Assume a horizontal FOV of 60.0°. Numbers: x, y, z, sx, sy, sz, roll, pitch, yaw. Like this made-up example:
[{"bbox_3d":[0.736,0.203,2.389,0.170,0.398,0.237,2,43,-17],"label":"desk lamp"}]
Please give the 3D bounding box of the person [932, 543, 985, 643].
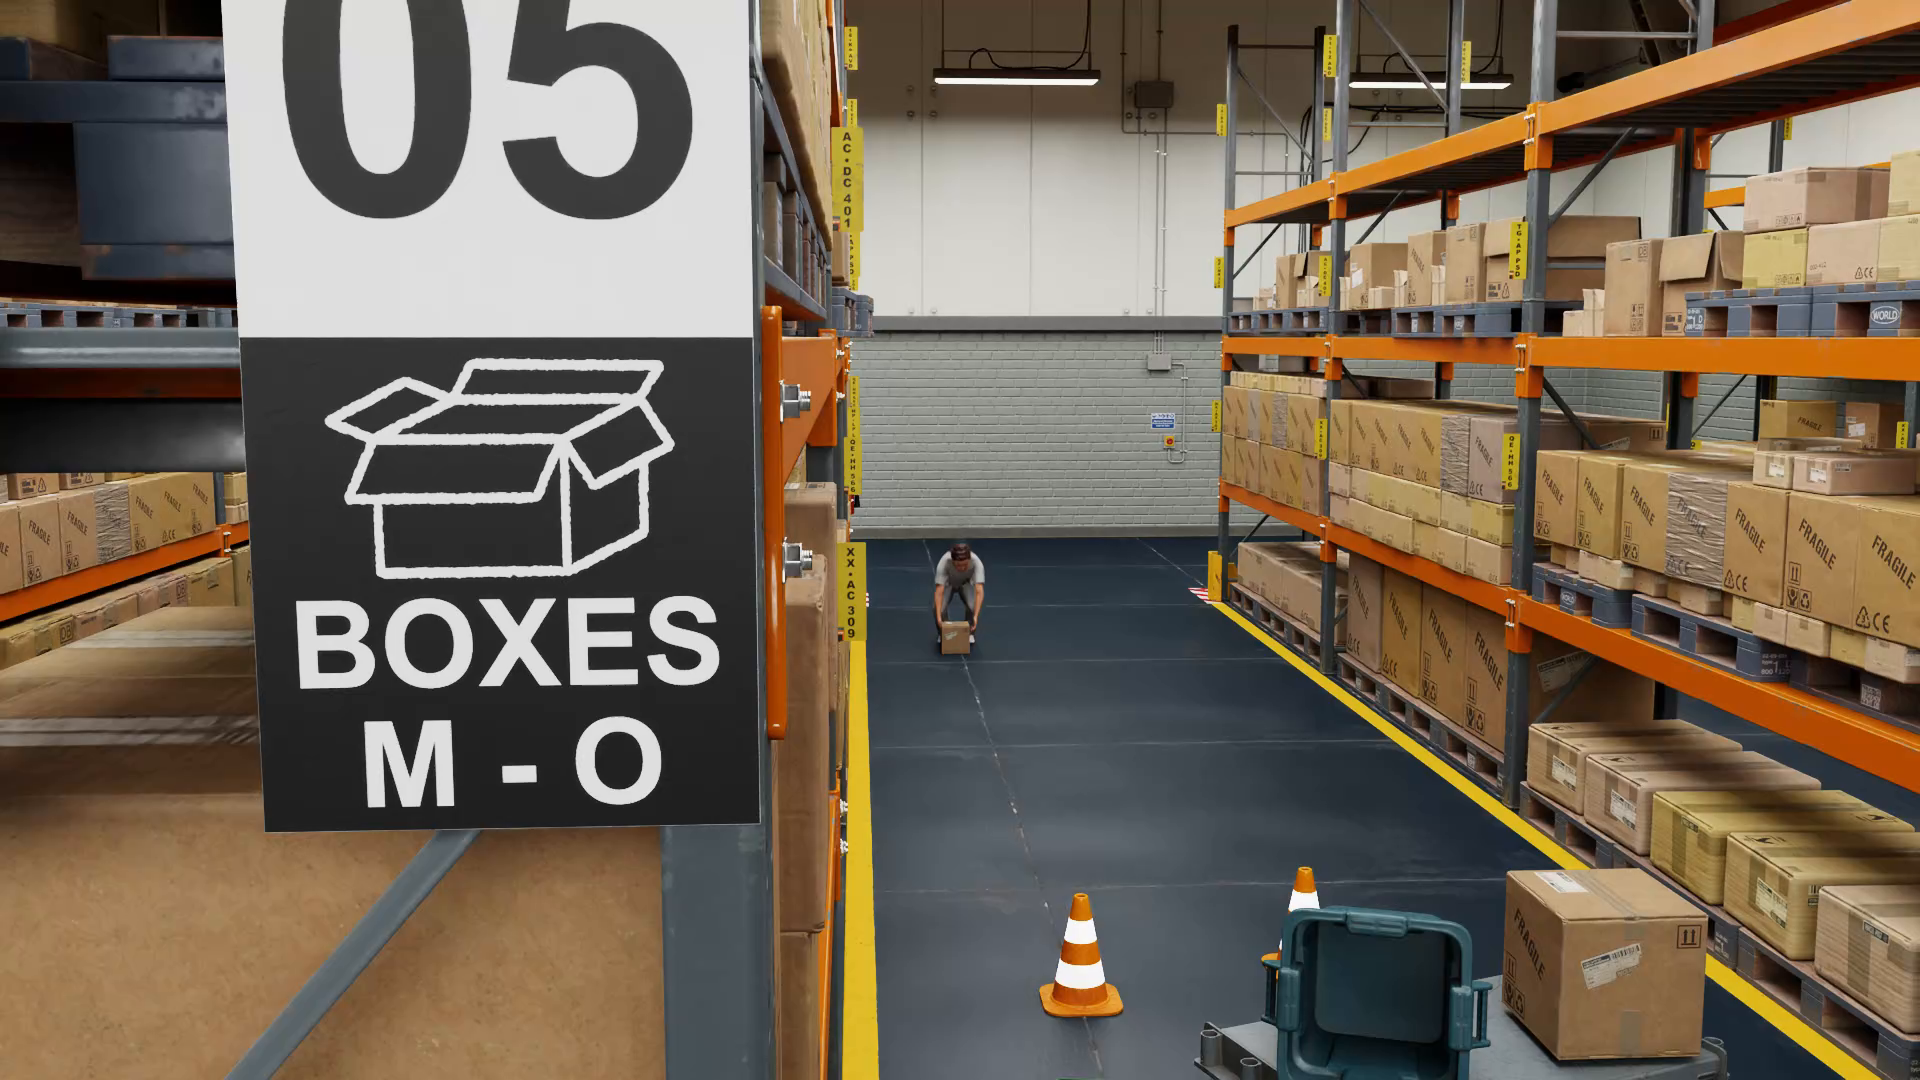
[{"bbox_3d":[-0.010,0.476,15.259,0.488,0.974,0.787,0,7,2],"label":"person"}]
